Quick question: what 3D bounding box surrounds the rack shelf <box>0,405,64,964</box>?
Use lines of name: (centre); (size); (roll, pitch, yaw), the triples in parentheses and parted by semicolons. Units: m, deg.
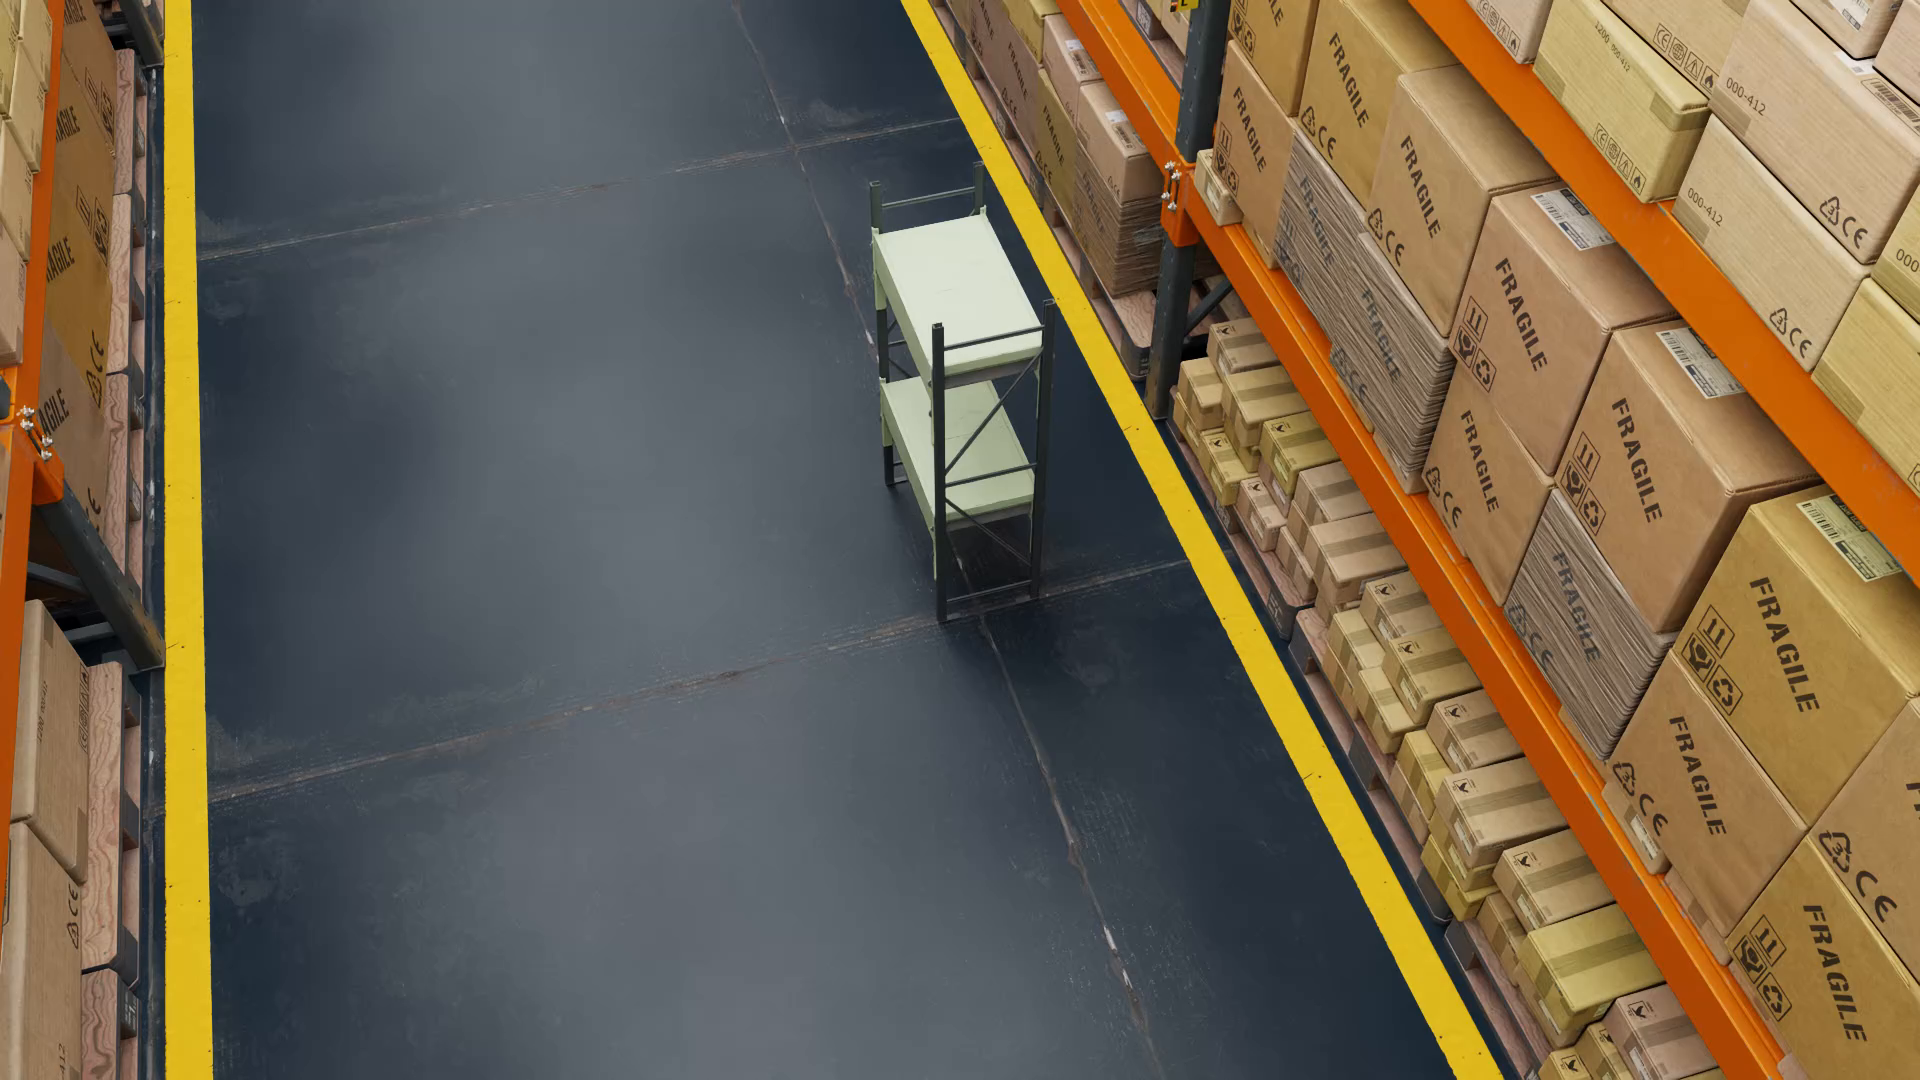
rack shelf: (-2.837, 1.268, 3.980); (1.077, 0.370, 4.000); (-13, 51, -11)

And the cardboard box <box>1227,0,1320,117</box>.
cardboard box: (1.171, -1.684, 5.083); (0.500, 0.500, 0.500); (-12, 51, -10)

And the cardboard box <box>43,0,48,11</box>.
cardboard box: (-3.914, -2.246, 6.570); (0.500, 0.250, 0.500); (-14, 51, -11)

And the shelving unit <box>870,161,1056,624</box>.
shelving unit: (-0.002, -0.488, 5.970); (0.431, 1.500, 0.755); (-13, 51, -11)

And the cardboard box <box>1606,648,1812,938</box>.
cardboard box: (1.927, 0.528, 3.873); (0.500, 0.500, 0.500); (-14, 51, -12)

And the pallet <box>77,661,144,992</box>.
pallet: (-3.278, 1.047, 5.519); (1.003, 0.211, 1.213); (-13, 51, -11)

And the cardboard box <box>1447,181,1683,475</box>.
cardboard box: (1.609, -0.558, 4.135); (0.500, 0.500, 0.500); (-15, 51, -12)

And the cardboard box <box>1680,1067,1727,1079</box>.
cardboard box: (2.055, 1.566, 4.459); (0.380, 0.149, 0.250); (-13, 51, -11)

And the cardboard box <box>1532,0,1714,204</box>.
cardboard box: (1.599, -1.008, 3.563); (0.500, 0.250, 0.500); (-11, 51, -9)

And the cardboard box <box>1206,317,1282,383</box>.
cardboard box: (1.175, -0.728, 6.392); (0.380, 0.149, 0.250); (-11, 51, -9)

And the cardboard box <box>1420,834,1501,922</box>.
cardboard box: (1.709, 1.023, 5.305); (0.380, 0.149, 0.250); (-15, 52, -13)

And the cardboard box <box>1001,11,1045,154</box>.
cardboard box: (0.512, -2.182, 7.777); (0.500, 0.500, 0.500); (-14, 51, -12)

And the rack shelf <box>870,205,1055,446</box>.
rack shelf: (-0.002, -0.740, 5.672); (0.431, 0.370, 0.720); (-13, 51, -11)

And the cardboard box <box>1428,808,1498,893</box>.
cardboard box: (1.704, 0.916, 5.201); (0.380, 0.149, 0.250); (-13, 51, -10)

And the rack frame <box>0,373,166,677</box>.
rack frame: (-3.428, -0.425, 4.936); (1.000, 3.000, 0.127); (-13, 51, -11)

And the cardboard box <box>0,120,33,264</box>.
cardboard box: (-3.461, -1.135, 5.633); (0.500, 0.250, 0.500); (-14, 51, -12)

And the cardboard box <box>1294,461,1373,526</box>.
cardboard box: (1.420, -0.154, 5.909); (0.380, 0.149, 0.250); (-15, 51, -12)

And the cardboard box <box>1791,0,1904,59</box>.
cardboard box: (1.726, -1.024, 2.989); (0.380, 0.149, 0.250); (-12, 51, -10)

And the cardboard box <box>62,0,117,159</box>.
cardboard box: (-4.486, -2.274, 7.610); (0.875, 0.875, 0.875); (-14, 51, -11)

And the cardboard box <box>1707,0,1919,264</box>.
cardboard box: (1.773, -0.803, 3.064); (0.500, 0.250, 0.500); (-13, 51, -10)

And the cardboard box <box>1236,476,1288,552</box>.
cardboard box: (1.273, -0.132, 6.279); (0.380, 0.149, 0.250); (-14, 51, -11)

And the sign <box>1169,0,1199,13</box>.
sign: (0.742, -1.863, 5.391); (0.100, 0.325, 0.005); (-13, 51, -11)

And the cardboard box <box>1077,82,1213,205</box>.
cardboard box: (0.809, -1.676, 6.861); (0.500, 0.250, 0.500); (-15, 51, -12)

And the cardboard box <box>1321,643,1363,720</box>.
cardboard box: (1.494, 0.443, 5.795); (0.380, 0.149, 0.250); (-15, 51, -12)

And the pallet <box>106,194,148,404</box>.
pallet: (-4.093, -0.965, 7.215); (1.003, 0.211, 1.213); (-13, 51, -11)

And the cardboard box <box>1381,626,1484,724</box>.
cardboard box: (1.612, 0.419, 5.425); (0.380, 0.149, 0.250); (-13, 51, -11)

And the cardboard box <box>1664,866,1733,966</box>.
cardboard box: (1.961, 0.840, 4.034); (0.380, 0.149, 0.250); (-14, 51, -11)

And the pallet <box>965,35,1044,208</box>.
pallet: (0.675, -2.180, 8.240); (1.003, 0.211, 1.213); (-13, 51, -11)

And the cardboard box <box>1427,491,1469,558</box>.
cardboard box: (1.601, -0.120, 4.843); (0.380, 0.149, 0.250); (-12, 51, -10)

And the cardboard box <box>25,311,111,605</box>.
cardboard box: (-3.688, -0.310, 5.954); (0.875, 0.875, 0.875); (-12, 51, -10)

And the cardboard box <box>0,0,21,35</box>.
cardboard box: (-3.745, -2.041, 6.069); (0.500, 0.250, 0.500); (-15, 51, -12)

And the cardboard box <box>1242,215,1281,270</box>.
cardboard box: (1.189, -1.084, 5.656); (0.380, 0.149, 0.250); (-12, 51, -10)

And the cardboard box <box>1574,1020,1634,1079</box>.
cardboard box: (1.999, 1.467, 4.736); (0.380, 0.149, 0.250); (-14, 51, -12)

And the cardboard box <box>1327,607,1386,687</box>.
cardboard box: (1.489, 0.344, 5.683); (0.380, 0.149, 0.250); (-14, 51, -11)

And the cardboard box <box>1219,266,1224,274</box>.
cardboard box: (1.305, -1.547, 7.242); (0.500, 0.500, 0.500); (-12, 51, -10)

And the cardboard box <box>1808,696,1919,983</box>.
cardboard box: (2.081, 0.575, 3.179); (0.500, 0.500, 0.500); (-14, 51, -12)

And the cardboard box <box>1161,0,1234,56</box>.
cardboard box: (0.964, -1.918, 6.084); (0.380, 0.149, 0.250); (-14, 51, -12)

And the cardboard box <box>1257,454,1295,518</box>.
cardboard box: (1.339, -0.259, 6.191); (0.380, 0.149, 0.250); (-14, 51, -11)

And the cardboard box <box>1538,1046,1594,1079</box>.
cardboard box: (1.926, 1.585, 4.832); (0.380, 0.149, 0.250); (-12, 51, -10)

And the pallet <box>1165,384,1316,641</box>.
pallet: (1.503, -0.237, 6.601); (1.003, 0.211, 1.213); (-13, 51, -11)

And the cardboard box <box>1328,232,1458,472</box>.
cardboard box: (1.444, -0.592, 4.817); (0.500, 0.500, 0.500); (-14, 51, -12)

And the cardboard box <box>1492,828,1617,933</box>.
cardboard box: (1.821, 1.006, 4.931); (0.380, 0.149, 0.250); (-15, 52, -12)
